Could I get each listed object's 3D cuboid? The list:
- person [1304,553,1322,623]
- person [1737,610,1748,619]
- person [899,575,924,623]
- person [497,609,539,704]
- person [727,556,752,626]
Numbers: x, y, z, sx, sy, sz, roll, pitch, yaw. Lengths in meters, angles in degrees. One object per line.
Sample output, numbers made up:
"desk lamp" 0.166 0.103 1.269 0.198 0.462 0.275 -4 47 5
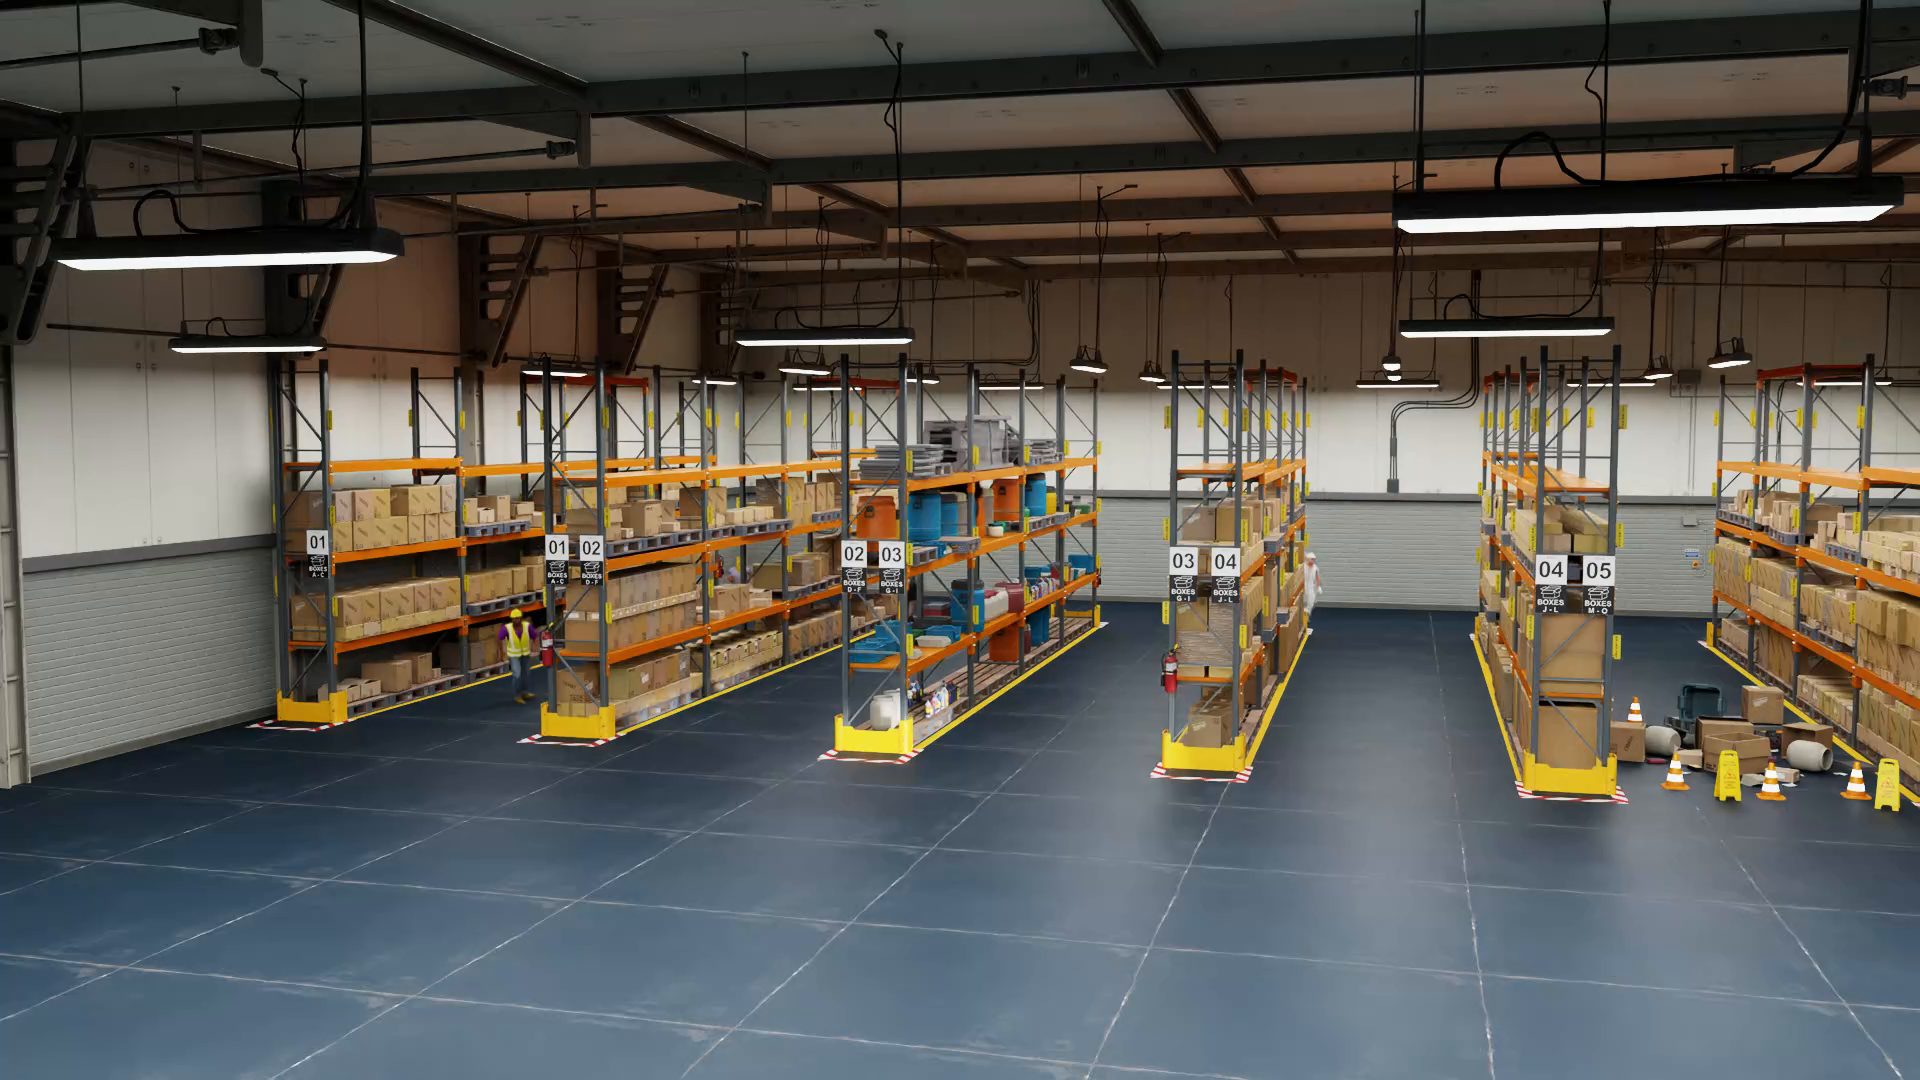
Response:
"person" 8.552 1.172 41.296 0.791 1.734 0.757 0 4 -2
"person" 17.934 1.446 37.677 0.911 1.681 0.604 1 4 9
"person" -1.183 1.420 37.962 0.615 1.754 0.814 1 4 15
"person" -7.797 2.063 29.508 0.697 1.718 0.849 -3 5 -38
"person" -5.422 1.249 40.855 0.566 1.706 0.826 0 4 6
